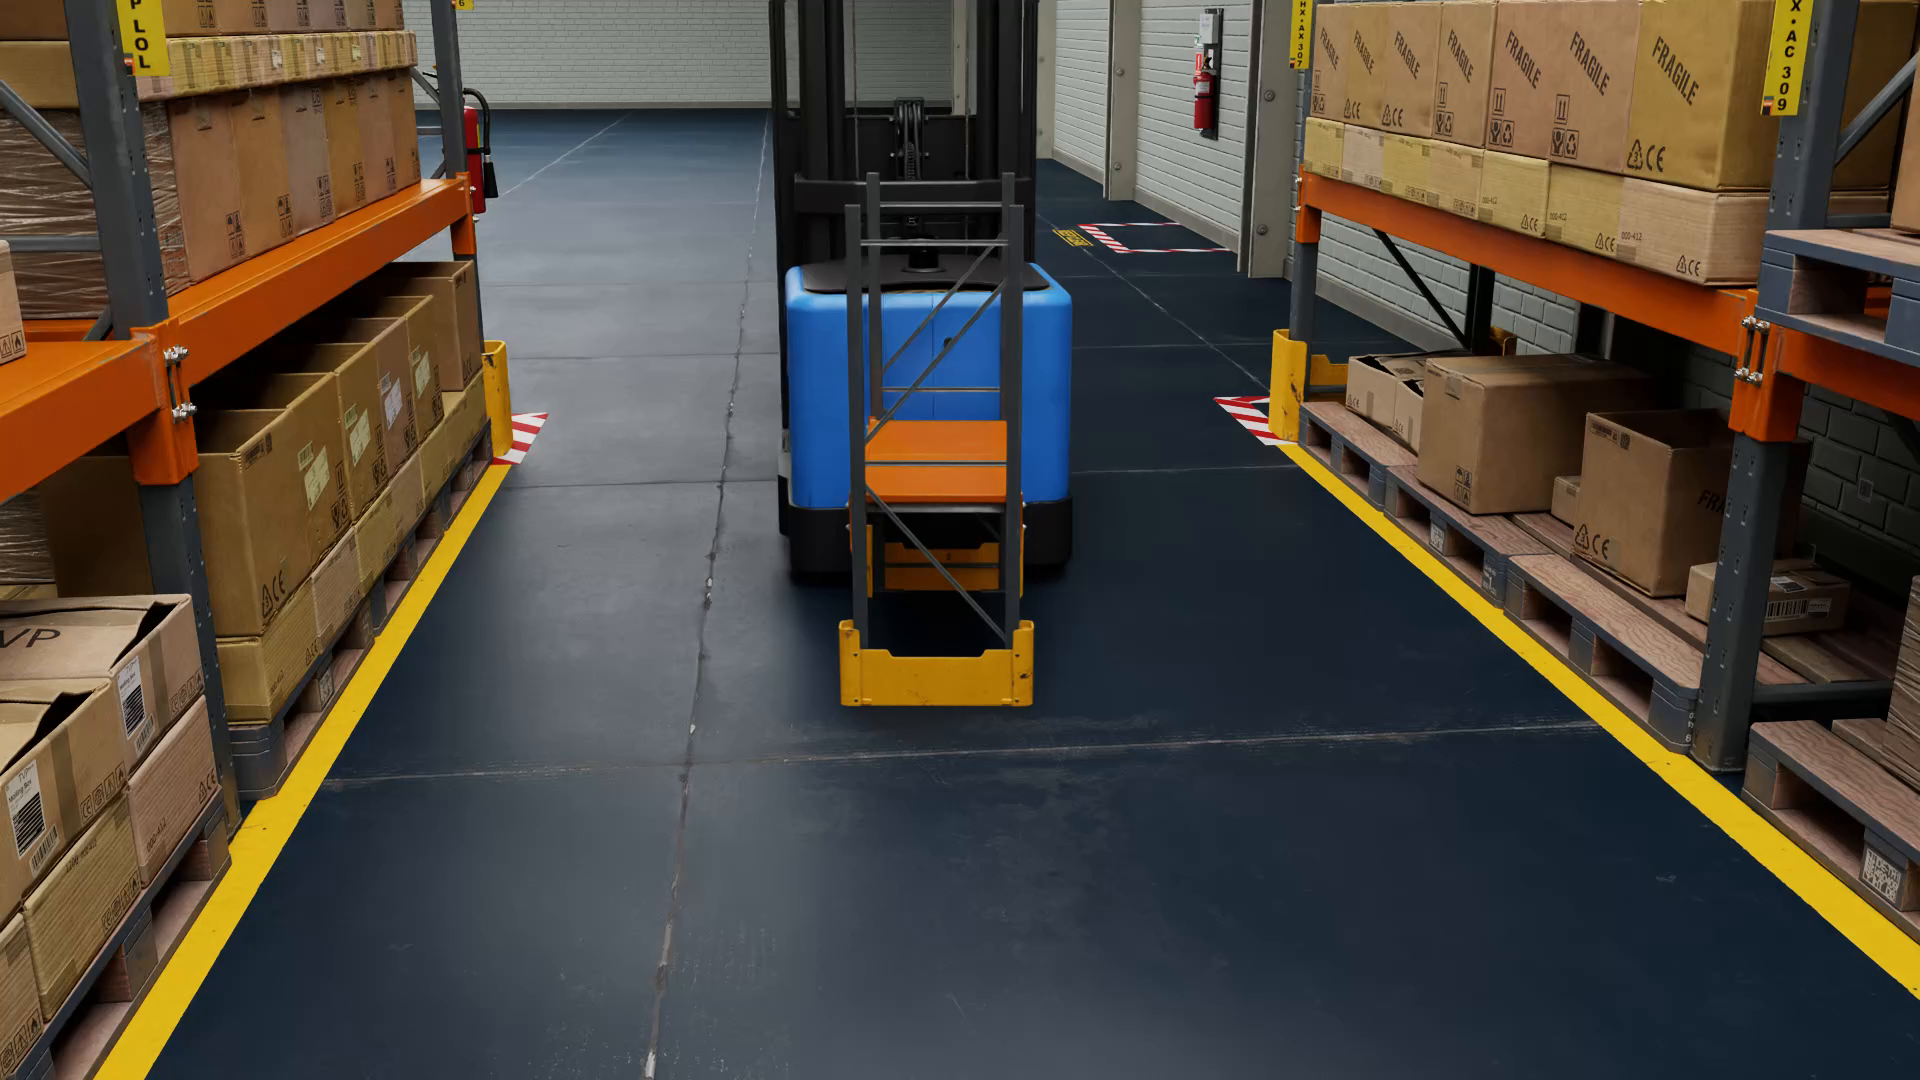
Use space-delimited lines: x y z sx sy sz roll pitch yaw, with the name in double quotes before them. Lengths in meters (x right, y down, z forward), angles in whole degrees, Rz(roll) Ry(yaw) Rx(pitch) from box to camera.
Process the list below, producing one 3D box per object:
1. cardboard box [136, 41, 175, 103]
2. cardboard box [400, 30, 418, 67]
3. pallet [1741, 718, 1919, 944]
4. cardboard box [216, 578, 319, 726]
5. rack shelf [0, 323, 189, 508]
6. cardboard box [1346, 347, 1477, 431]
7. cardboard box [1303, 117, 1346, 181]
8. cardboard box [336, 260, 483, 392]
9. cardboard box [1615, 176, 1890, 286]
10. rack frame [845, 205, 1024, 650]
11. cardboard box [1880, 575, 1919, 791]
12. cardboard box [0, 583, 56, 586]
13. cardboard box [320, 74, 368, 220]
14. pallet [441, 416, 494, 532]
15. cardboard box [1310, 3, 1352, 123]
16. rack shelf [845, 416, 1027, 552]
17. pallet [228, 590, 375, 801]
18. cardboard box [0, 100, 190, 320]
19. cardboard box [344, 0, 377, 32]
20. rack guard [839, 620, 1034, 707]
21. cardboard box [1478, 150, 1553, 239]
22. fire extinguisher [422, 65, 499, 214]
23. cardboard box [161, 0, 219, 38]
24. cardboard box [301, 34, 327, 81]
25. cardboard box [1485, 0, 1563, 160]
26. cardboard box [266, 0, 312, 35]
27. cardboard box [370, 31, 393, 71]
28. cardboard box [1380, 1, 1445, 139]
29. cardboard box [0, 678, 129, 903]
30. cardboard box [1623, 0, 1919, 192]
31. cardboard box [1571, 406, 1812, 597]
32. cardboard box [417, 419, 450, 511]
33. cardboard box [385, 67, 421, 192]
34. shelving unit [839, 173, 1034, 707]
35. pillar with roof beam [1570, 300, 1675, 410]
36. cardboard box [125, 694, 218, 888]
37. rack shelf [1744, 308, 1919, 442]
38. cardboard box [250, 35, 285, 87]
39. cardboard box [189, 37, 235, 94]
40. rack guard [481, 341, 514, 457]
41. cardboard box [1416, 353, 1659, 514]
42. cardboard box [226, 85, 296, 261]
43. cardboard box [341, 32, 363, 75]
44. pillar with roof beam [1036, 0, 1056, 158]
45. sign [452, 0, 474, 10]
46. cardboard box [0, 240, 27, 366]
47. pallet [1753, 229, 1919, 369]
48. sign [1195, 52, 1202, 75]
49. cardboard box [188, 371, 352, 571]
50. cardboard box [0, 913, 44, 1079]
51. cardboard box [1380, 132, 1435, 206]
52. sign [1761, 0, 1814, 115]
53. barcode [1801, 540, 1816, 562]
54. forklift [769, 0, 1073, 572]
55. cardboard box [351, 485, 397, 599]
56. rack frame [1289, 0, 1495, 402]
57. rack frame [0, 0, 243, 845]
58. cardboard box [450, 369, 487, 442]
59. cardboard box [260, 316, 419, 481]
"cardboard box" -2.218 -1.177 4.170 0.380 0.149 0.250 -2 17 -5
"cardboard box" -2.540 -2.100 7.110 0.380 0.149 0.250 -2 18 -7
"pallet" 2.652 0.749 3.940 1.003 0.211 1.213 -2 18 -6
"cardboard box" -2.103 0.305 4.589 0.500 0.250 0.500 -2 18 -6
"rack shelf" -2.150 0.280 1.979 1.077 0.370 4.000 -2 18 -6
"cardboard box" 2.139 -0.723 7.728 0.500 0.311 0.500 -4 18 -12
"cardboard box" 1.892 -1.788 7.582 0.500 0.250 0.500 -2 18 -7
"cardboard box" -2.418 -0.947 7.323 0.500 0.500 0.500 -2 18 -6
"cardboard box" 2.220 -0.883 4.700 0.500 0.250 0.500 -2 18 -6
"rack frame" -0.071 -0.220 4.874 0.500 1.500 0.032 0 17 0
"cardboard box" 2.663 0.388 3.872 0.700 0.500 0.500 -1 17 -4
"cardboard box" -2.664 0.171 5.013 0.500 0.250 0.500 -2 18 -6
"cardboard box" -2.629 -1.455 6.137 0.700 0.500 0.500 -2 18 -5
"pallet" -2.649 -0.294 7.262 1.003 0.211 1.213 -2 18 -6
"cardboard box" 1.908 -2.150 7.481 0.500 0.500 0.500 -2 18 -6
"rack shelf" -0.068 -0.201 5.413 0.538 0.185 1.000 0 17 0
"pallet" -2.397 0.433 4.946 1.003 0.211 1.213 -2 18 -6
"cardboard box" -2.409 -0.839 4.175 0.700 0.500 0.500 -2 18 -7
"cardboard box" -2.669 -2.206 6.363 0.700 0.500 0.500 -2 18 -7
"rack guard" -0.071 0.376 5.062 0.587 0.250 0.087 0 17 0
"cardboard box" 2.109 -1.181 5.649 0.500 0.250 0.500 -2 18 -6
"fire extinguisher" -2.319 -1.864 7.735 0.296 0.674 0.183 -2 18 -6
"cardboard box" -2.462 -1.609 4.460 0.700 0.500 0.500 -2 18 -6
"cardboard box" -2.378 -1.638 5.638 0.380 0.149 0.250 -2 18 -6
"cardboard box" 2.115 -1.540 5.538 0.500 0.500 0.500 -2 18 -7
"cardboard box" -2.564 -1.907 5.410 0.700 0.500 0.500 -2 18 -6
"cardboard box" -2.485 -1.946 6.619 0.380 0.149 0.250 -2 18 -6
"cardboard box" 1.996 -1.848 6.520 0.500 0.500 0.500 -2 18 -7
"cardboard box" -1.970 0.451 3.185 0.500 0.311 0.500 -1 17 -4
"cardboard box" 2.214 -1.241 4.586 0.500 0.500 0.500 -2 18 -6
"cardboard box" 2.423 -0.139 5.550 0.500 0.500 0.500 -3 18 -10
"cardboard box" -2.303 -0.291 6.487 0.500 0.250 0.500 -2 18 -6
"cardboard box" -2.734 -1.759 7.106 0.700 0.500 0.500 -2 18 -6
"shelving unit" -0.068 -0.370 5.350 0.587 1.500 1.083 0 17 0
"pillar with roof beam" -1.192 -4.553 6.155 9.100 9.000 0.400 -2 18 -6
"cardboard box" -2.026 0.567 3.754 0.500 0.250 0.500 -2 18 -6
"rack shelf" 2.776 0.126 2.470 1.077 0.370 4.000 -2 18 -6
"cardboard box" -2.329 -1.486 5.154 0.380 0.149 0.250 -2 18 -7
"cardboard box" -2.275 -1.332 4.663 0.380 0.149 0.250 -2 18 -6
"rack guard" -2.772 -0.666 7.963 1.175 0.500 0.348 -2 18 -6
"cardboard box" 2.224 -0.424 6.458 0.700 0.500 0.500 -3 18 -9
"cardboard box" -2.517 -1.146 5.152 0.700 0.500 0.500 -2 17 -5
"cardboard box" -2.434 -1.793 6.131 0.380 0.149 0.250 -1 17 -4
"pillar with roof beam" -3.048 -9.916 23.237 9.100 9.000 0.400 -2 18 -6
"sign" -2.228 -2.529 7.397 0.100 0.325 0.005 -2 18 -6
"cardboard box" -2.262 -0.443 3.329 0.500 0.250 0.500 -1 17 -2
"pallet" 2.504 -0.490 3.550 1.003 0.211 1.213 -2 18 -6
"sign" 2.300 -4.533 16.050 0.001 0.329 0.234 -2 18 -6
"cardboard box" -2.152 -0.202 4.951 0.500 0.500 0.500 -2 18 -6
"cardboard box" -1.922 0.870 2.788 0.500 0.250 0.500 -1 17 -4
"cardboard box" 2.007 -1.482 6.606 0.500 0.250 0.500 -2 18 -7
"sign" 2.031 -1.208 4.070 0.100 0.325 0.005 -2 18 -6
"barcode" 2.781 0.040 5.447 0.001 0.075 0.075 -2 18 -6
"forklift" -0.255 -1.676 7.122 1.130 2.935 3.031 -2 18 -6
"cardboard box" -2.196 0.006 5.539 0.500 0.250 0.500 -2 18 -6
"rack frame" 2.158 -2.005 8.057 1.000 3.000 0.127 -2 18 -6
"rack frame" -2.357 -0.659 3.770 1.000 3.000 0.127 -2 18 -6
"cardboard box" -2.420 -0.589 7.435 0.500 0.250 0.500 -2 18 -6
"cardboard box" -2.250 -0.500 5.900 0.500 0.500 0.500 -2 18 -6
